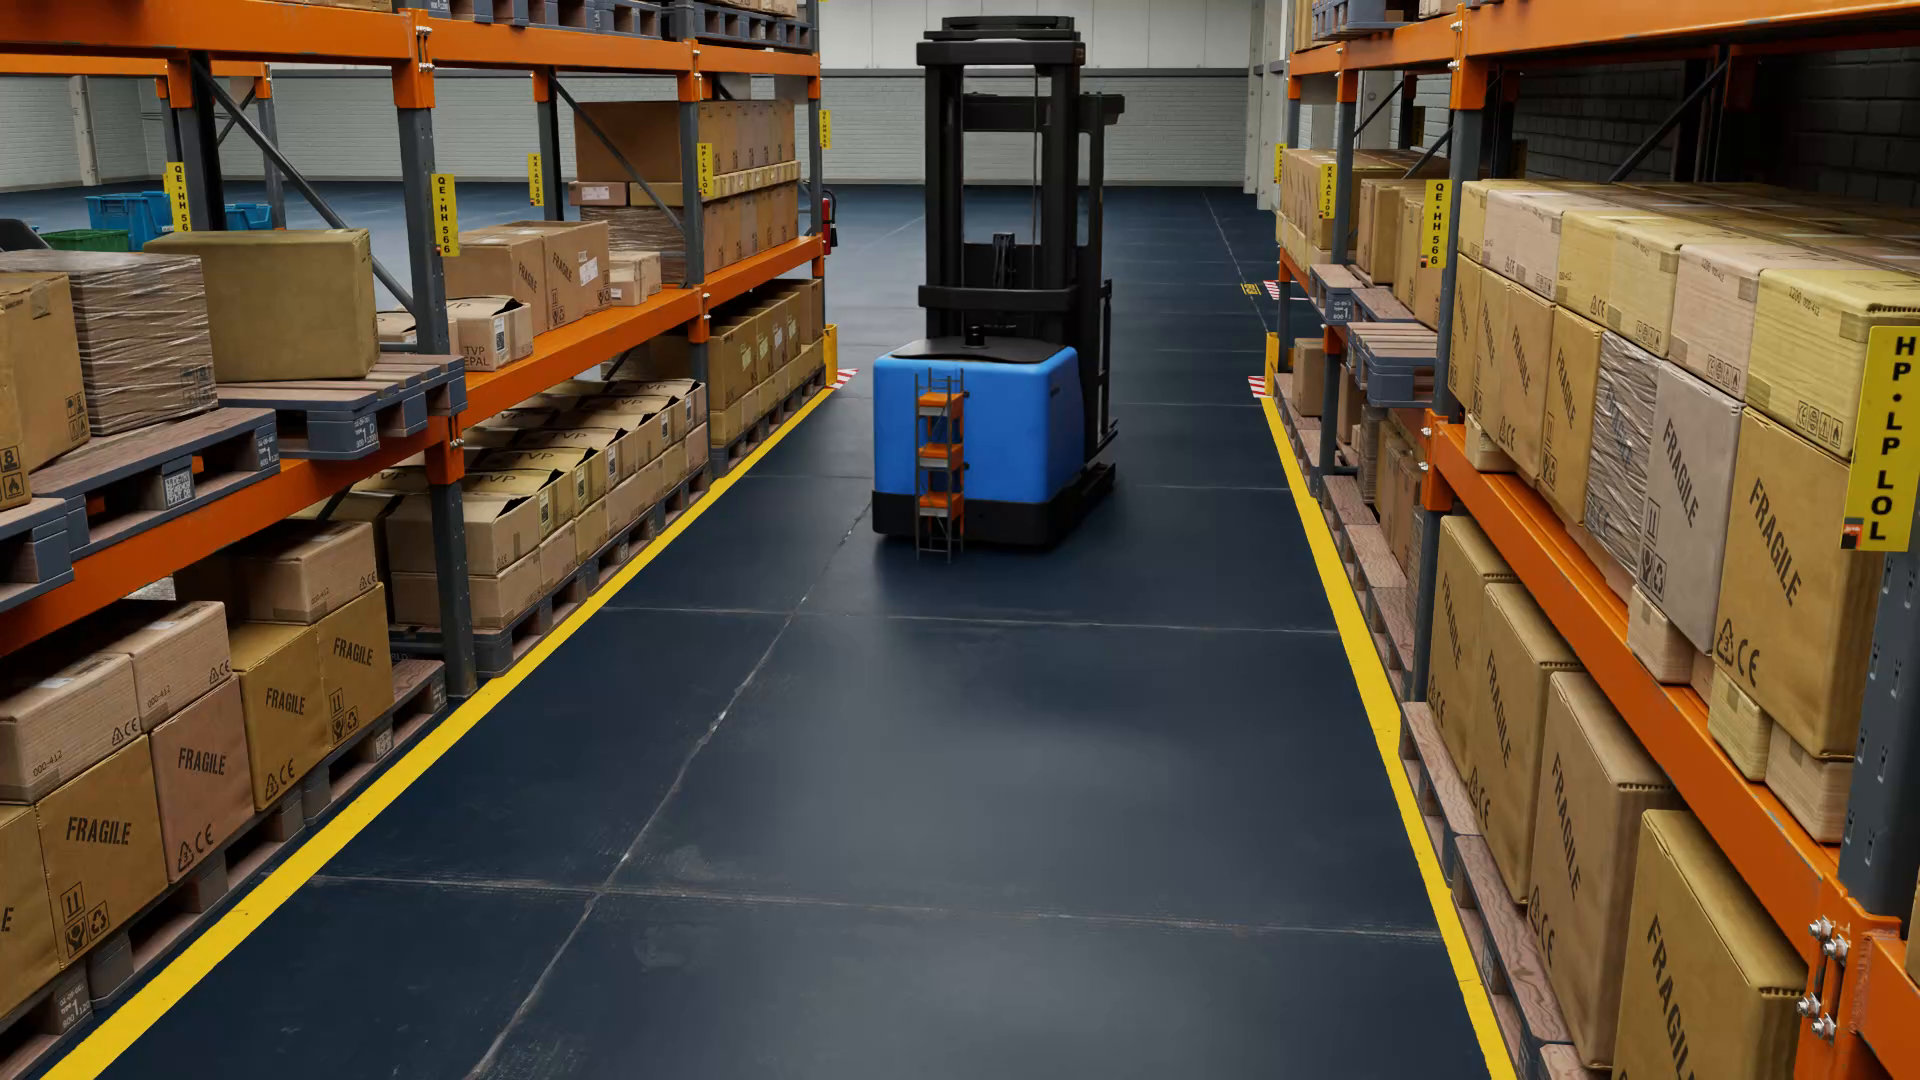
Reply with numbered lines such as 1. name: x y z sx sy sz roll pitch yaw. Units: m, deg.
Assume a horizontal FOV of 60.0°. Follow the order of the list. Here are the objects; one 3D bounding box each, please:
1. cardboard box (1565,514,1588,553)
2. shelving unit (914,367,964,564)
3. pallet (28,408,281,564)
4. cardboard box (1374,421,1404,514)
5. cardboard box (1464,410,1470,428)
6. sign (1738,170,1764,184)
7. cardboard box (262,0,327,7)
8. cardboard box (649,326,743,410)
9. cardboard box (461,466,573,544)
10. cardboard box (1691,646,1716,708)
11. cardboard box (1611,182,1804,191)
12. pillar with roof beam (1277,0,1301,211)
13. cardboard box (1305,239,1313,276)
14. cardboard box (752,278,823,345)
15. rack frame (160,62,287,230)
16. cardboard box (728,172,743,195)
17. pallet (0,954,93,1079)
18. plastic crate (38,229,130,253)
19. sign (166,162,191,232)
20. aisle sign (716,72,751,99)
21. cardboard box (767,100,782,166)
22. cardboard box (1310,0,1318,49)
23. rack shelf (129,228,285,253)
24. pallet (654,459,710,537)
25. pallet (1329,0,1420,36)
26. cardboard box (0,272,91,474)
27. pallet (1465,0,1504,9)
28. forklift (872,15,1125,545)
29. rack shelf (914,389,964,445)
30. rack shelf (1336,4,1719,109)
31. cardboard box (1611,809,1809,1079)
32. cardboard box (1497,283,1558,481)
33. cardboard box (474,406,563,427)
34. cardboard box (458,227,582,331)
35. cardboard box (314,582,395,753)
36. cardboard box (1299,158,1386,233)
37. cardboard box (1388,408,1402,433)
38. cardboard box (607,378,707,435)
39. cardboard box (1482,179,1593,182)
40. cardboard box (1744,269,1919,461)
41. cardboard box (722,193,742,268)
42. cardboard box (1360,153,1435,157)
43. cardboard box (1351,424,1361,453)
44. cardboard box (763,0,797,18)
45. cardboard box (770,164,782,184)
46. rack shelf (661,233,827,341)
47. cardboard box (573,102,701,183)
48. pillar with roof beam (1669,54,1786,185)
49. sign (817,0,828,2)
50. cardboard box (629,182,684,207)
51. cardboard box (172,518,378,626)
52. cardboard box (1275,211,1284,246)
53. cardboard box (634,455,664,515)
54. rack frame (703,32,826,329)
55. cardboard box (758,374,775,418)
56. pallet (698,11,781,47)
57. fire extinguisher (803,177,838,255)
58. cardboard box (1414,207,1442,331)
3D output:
1. cardboard box: 1.893 -0.057 4.569 0.380 0.149 0.250 2 15 7
2. shelving unit: -0.112 -0.411 9.171 0.215 1.050 0.252 4 16 15
3. pallet: -2.815 -0.193 4.997 1.003 0.211 1.213 2 15 6
4. cardboard box: 2.699 -0.361 9.198 0.700 0.500 0.500 1 15 5
5. cardboard box: 2.055 -0.455 6.041 0.380 0.149 0.250 1 15 5
6. sign: 2.874 -1.189 6.093 0.100 0.325 0.005 2 15 6
7. cardboard box: -2.674 -2.040 5.522 0.910 0.500 0.500 2 15 6
8. cardboard box: -1.786 -1.176 11.291 0.500 0.500 0.500 2 15 6
9. cardboard box: -2.199 -0.200 8.044 0.500 0.311 0.500 1 15 5
10. cardboard box: 1.707 0.276 3.338 0.380 0.149 0.250 2 15 8
11. cardboard box: 2.529 -1.083 5.686 0.500 0.250 0.500 2 15 8
12. pillar with roof beam: 1.759 -10.204 30.160 9.100 9.000 0.400 2 15 6
13. cardboard box: 2.590 -1.881 11.119 0.500 0.250 0.500 2 15 7
14. cardboard box: -1.462 -1.955 14.170 0.500 0.500 0.500 2 15 6
15. rack frame: -6.619 -3.012 15.054 1.000 3.000 0.127 2 15 6
16. cardboard box: -1.785 -2.587 12.050 0.380 0.149 0.250 1 15 5
17. pallet: -2.997 1.381 4.149 1.003 0.211 1.213 2 15 6
18. plastic crate: -6.637 -2.216 12.516 0.450 0.188 0.662 2 15 6
19. sign: -3.152 -1.365 6.744 0.100 0.325 0.005 2 15 6
20. aisle sign: -1.995 -4.146 14.268 0.394 0.787 0.004 2 15 6
21. cardboard box: -1.823 -3.269 13.326 0.700 0.500 0.500 1 15 5
22. cardboard box: 2.749 -3.734 11.748 0.500 0.500 0.500 3 15 10
23. rack shelf: -6.845 -2.146 13.230 1.077 0.370 4.000 2 15 6
24. pallet: -2.193 -0.289 10.327 1.003 0.211 1.213 2 15 6
25. pallet: 2.484 -2.614 8.195 1.213 0.211 1.003 2 15 6
26. cardboard box: -2.914 -0.464 4.634 0.700 0.500 0.500 -2 15 -8
27. pallet: 2.302 -1.833 5.311 1.213 0.211 1.003 2 15 9
28. forklift: 0.394 -1.728 10.437 1.130 2.935 3.031 4 16 15
29. rack shelf: -0.112 -0.675 9.099 0.215 0.259 0.240 4 16 15
30. rack shelf: 2.548 -2.265 7.922 1.077 0.370 4.000 2 15 6
31. cardboard box: 1.815 1.055 3.328 0.750 0.750 0.750 2 15 7
32. cardboard box: 1.888 -0.464 4.832 0.500 0.500 0.500 2 15 6
33. cardboard box: -2.562 -0.610 9.560 0.500 0.311 0.500 1 15 4
34. cardboard box: -2.368 -1.411 8.941 0.500 0.500 0.500 2 15 6
35. cardboard box: -2.473 0.454 6.184 0.500 0.500 0.500 2 15 8
36. cardboard box: 2.638 -2.373 11.506 0.500 0.500 0.500 1 15 5
37. cardboard box: 2.661 -0.745 9.179 0.500 0.250 0.500 1 15 5
38. cardboard box: -1.910 -0.860 10.485 0.500 0.311 0.500 2 15 6
39. cardboard box: 2.353 -1.393 6.791 0.380 0.149 0.250 -1 15 -3
40. cardboard box: 1.669 -0.300 2.788 0.500 0.250 0.500 2 15 8
41. cardboard box: -1.992 -2.258 12.075 0.700 0.500 0.500 2 15 7
42. cardboard box: 3.262 -2.626 12.441 0.500 0.500 0.500 1 15 5
43. cardboard box: 2.804 -0.667 10.967 0.380 0.166 0.250 0 15 -1
44. cardboard box: -1.566 -4.204 12.933 0.500 0.250 0.500 2 15 6
45. cardboard box: -1.639 -2.922 13.288 0.380 0.149 0.250 2 15 7
46. rack shelf: -1.923 -1.999 12.686 1.077 0.370 4.000 2 15 6
47. cardboard box: -2.105 -2.617 10.918 0.700 0.500 0.500 2 15 7
48. pillar with roof beam: -0.949 -3.980 7.140 9.100 9.000 0.400 2 15 6
49. sign: -1.160 -4.683 13.942 0.100 0.325 0.005 2 15 6
50. cardboard box: -1.926 -2.253 10.813 0.380 0.149 0.250 2 15 6
51. cardboard box: -2.475 0.106 6.031 0.500 0.250 0.500 2 15 8
52. cardboard box: 2.854 -2.540 13.558 0.500 0.250 0.500 1 15 5
53. cardboard box: -2.024 -0.323 9.573 0.500 0.250 0.500 2 15 8
54. rack frame: -1.698 -2.865 14.511 1.000 3.000 0.127 2 15 6
55. cardboard box: -1.672 -1.073 12.348 0.500 0.250 0.500 2 15 6
56. pallet: -1.938 -3.770 12.282 1.003 0.211 1.213 2 15 6
57. fire extinguisher: -1.223 -2.845 14.584 0.296 0.674 0.183 2 15 6
58. cardboard box: 2.401 -1.174 7.222 0.700 0.500 0.500 0 15 1
